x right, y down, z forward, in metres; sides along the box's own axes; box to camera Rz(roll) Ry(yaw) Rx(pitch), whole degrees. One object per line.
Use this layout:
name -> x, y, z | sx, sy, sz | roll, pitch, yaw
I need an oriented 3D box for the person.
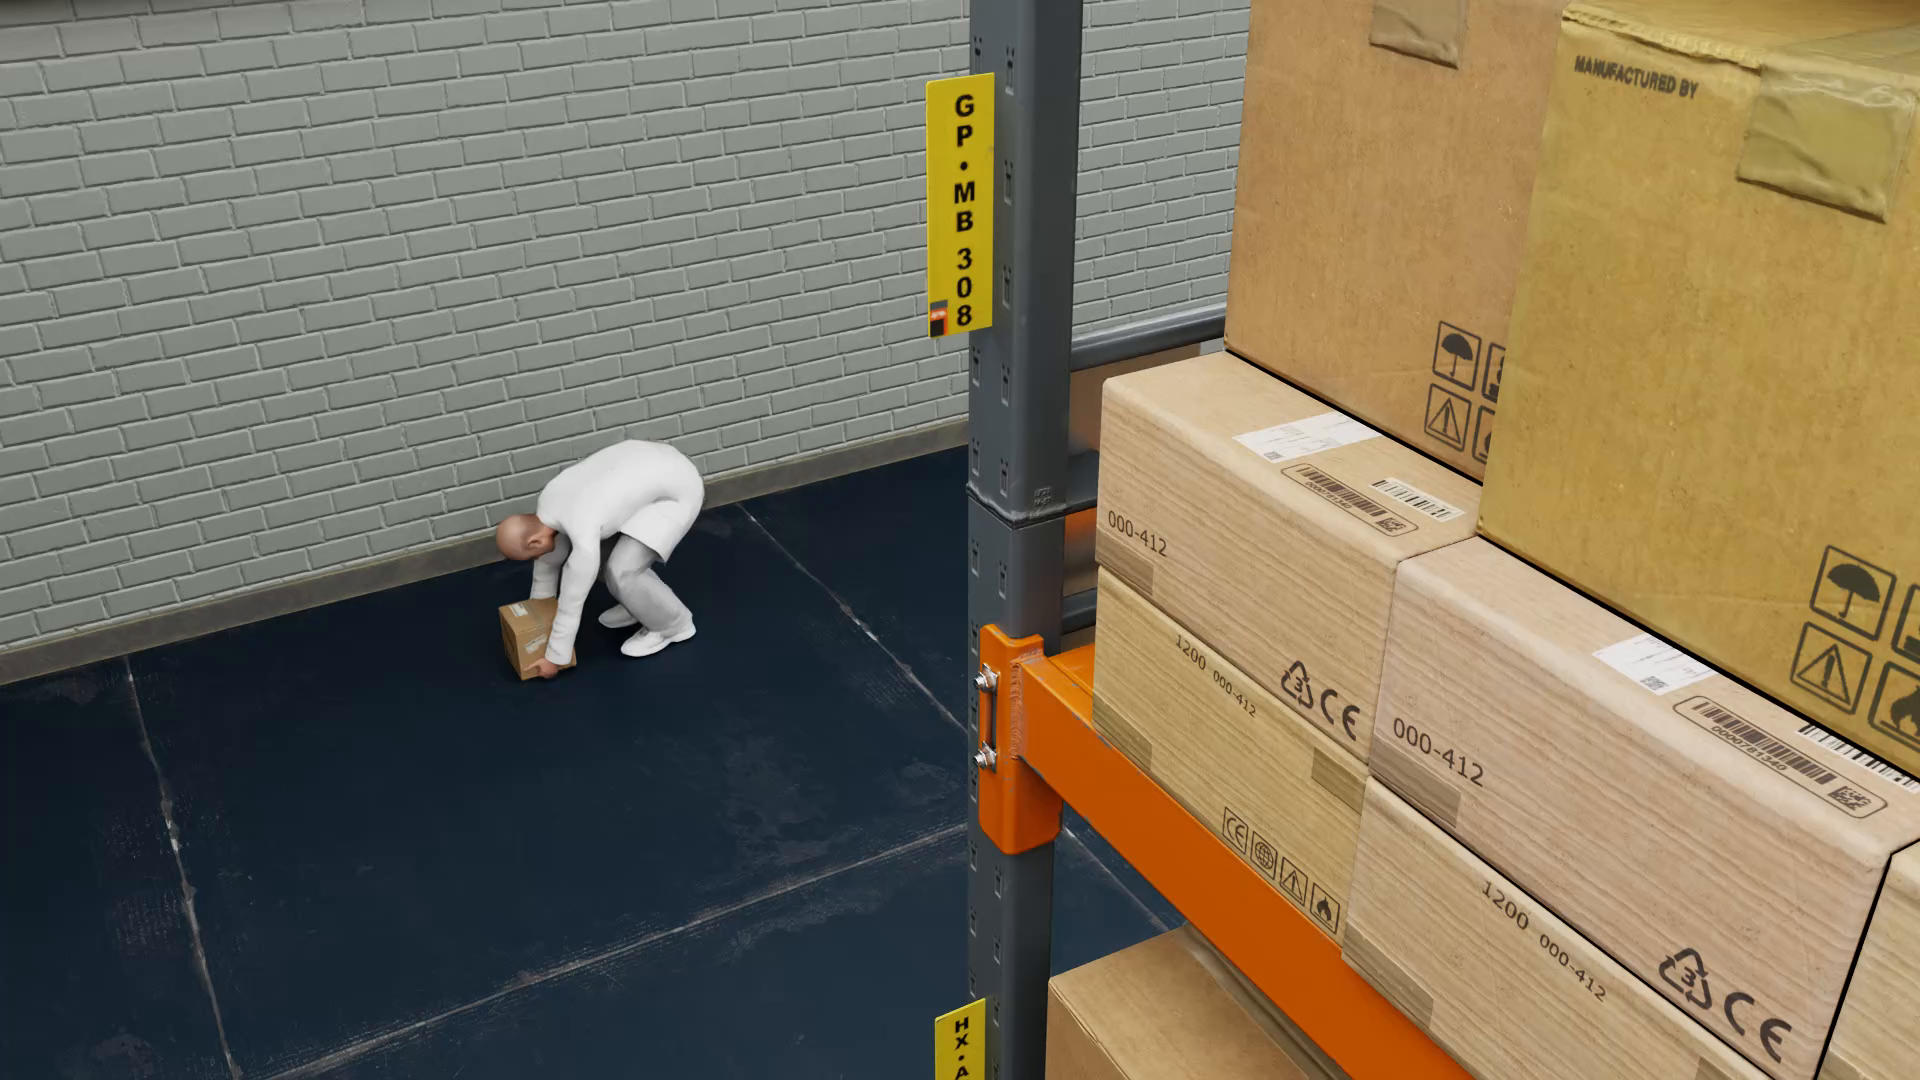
person -> -1.580, 0.058, 7.413 | 0.947, 0.943, 0.595 | -17, 33, -29
